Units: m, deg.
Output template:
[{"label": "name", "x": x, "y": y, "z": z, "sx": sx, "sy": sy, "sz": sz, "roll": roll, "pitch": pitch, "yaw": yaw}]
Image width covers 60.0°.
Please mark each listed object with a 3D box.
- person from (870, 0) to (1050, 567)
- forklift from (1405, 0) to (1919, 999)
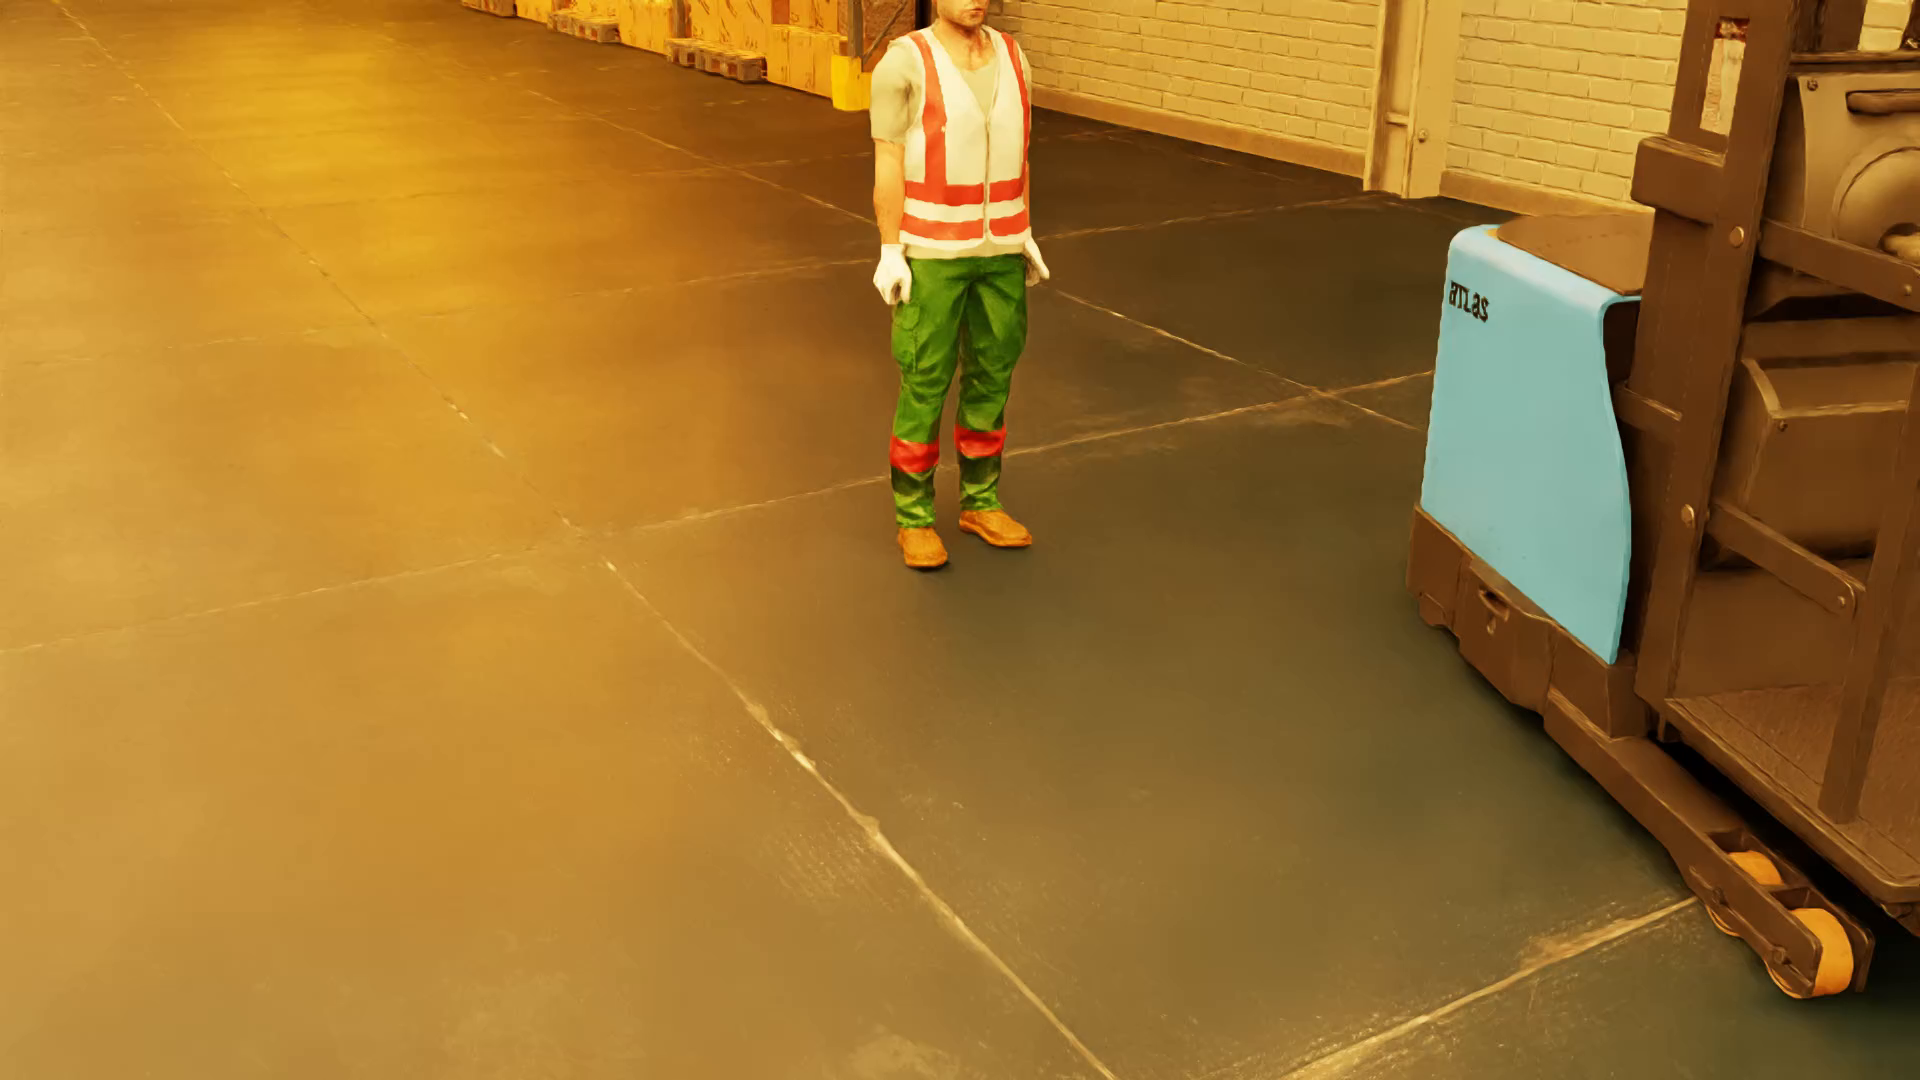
[{"label": "person", "x": 0.011, "y": -0.822, "z": 4.778, "sx": 0.540, "sy": 1.795, "sz": 0.349, "roll": -12, "pitch": 25, "yaw": -28}, {"label": "forklift", "x": 2.007, "y": -0.660, "z": 2.881, "sx": 1.130, "sy": 2.935, "sz": 3.031, "roll": -4, "pitch": 23, "yaw": -9}]
